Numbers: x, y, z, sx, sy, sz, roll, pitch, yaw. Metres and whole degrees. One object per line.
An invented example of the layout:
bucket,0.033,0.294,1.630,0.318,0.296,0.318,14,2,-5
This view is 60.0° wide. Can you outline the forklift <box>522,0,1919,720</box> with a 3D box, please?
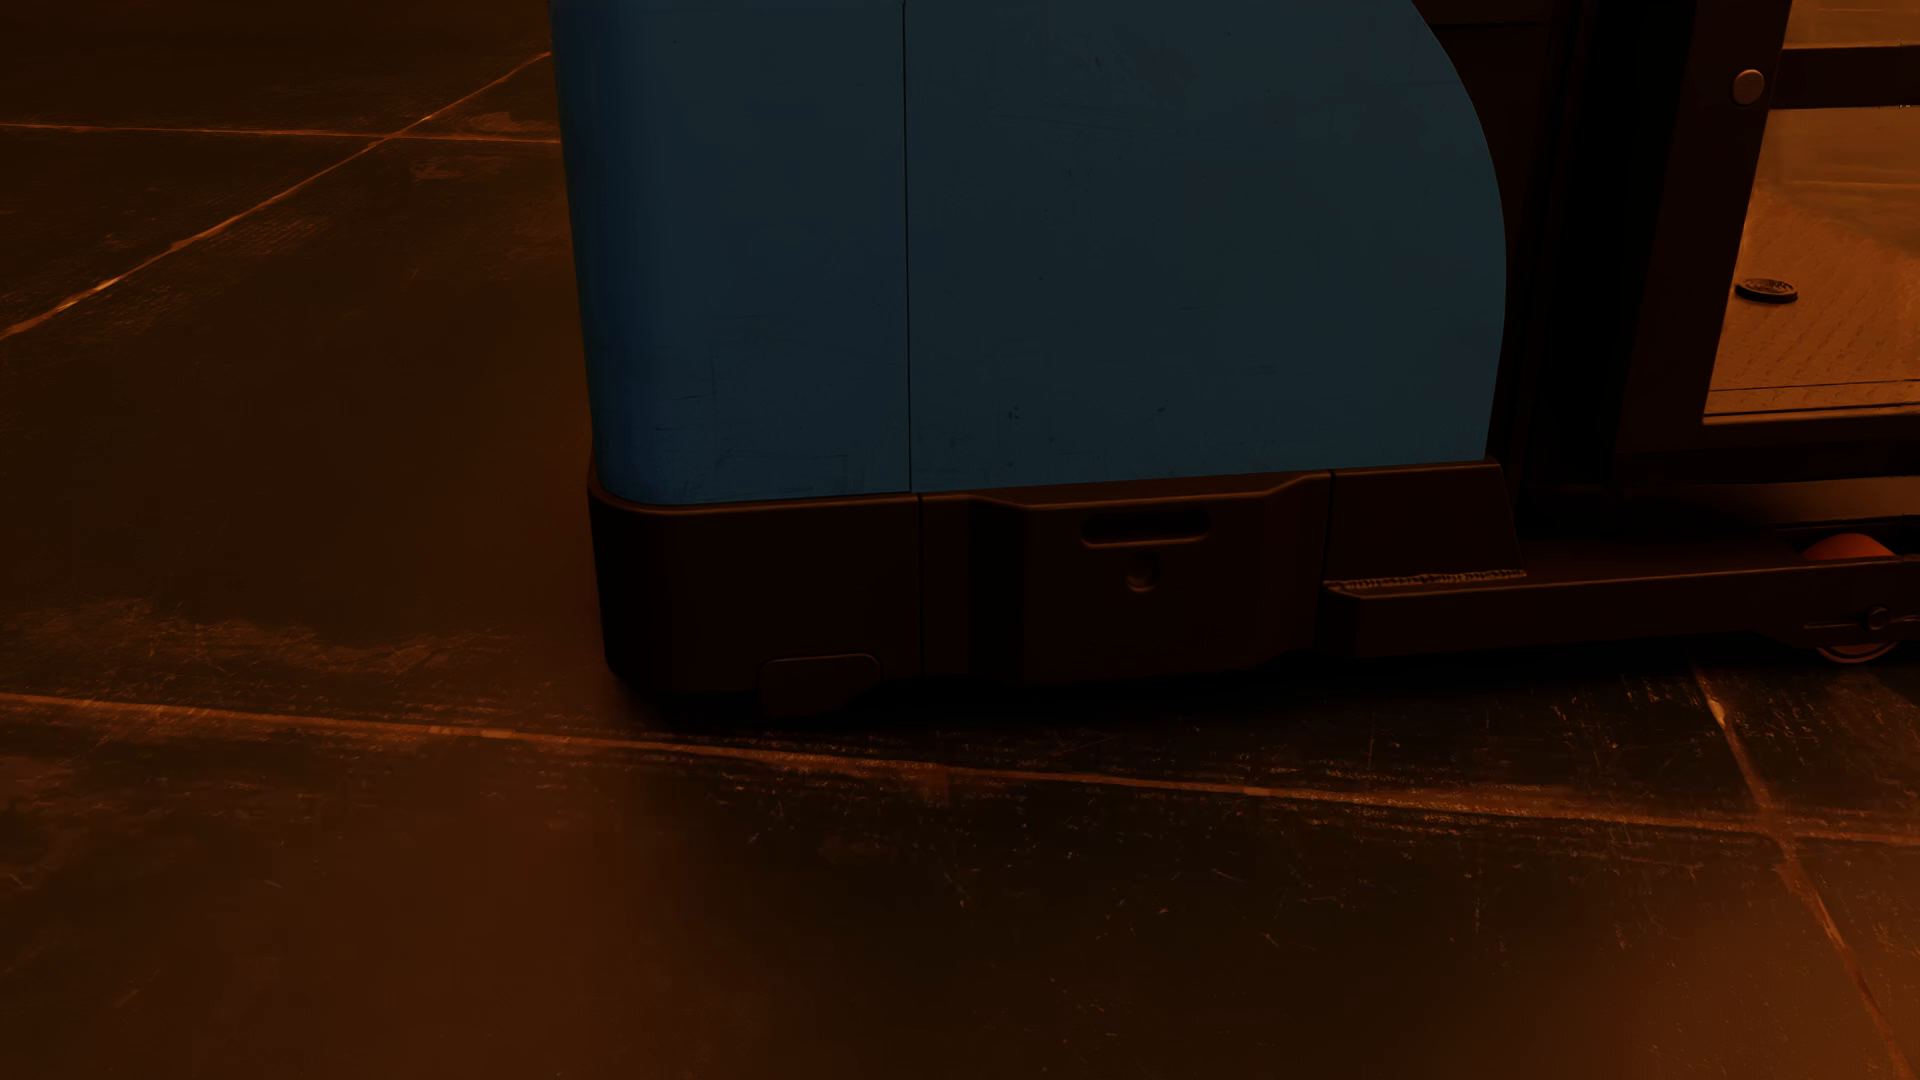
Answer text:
forklift,0.983,-1.380,1.982,3.031,2.935,1.130,-4,27,-7
